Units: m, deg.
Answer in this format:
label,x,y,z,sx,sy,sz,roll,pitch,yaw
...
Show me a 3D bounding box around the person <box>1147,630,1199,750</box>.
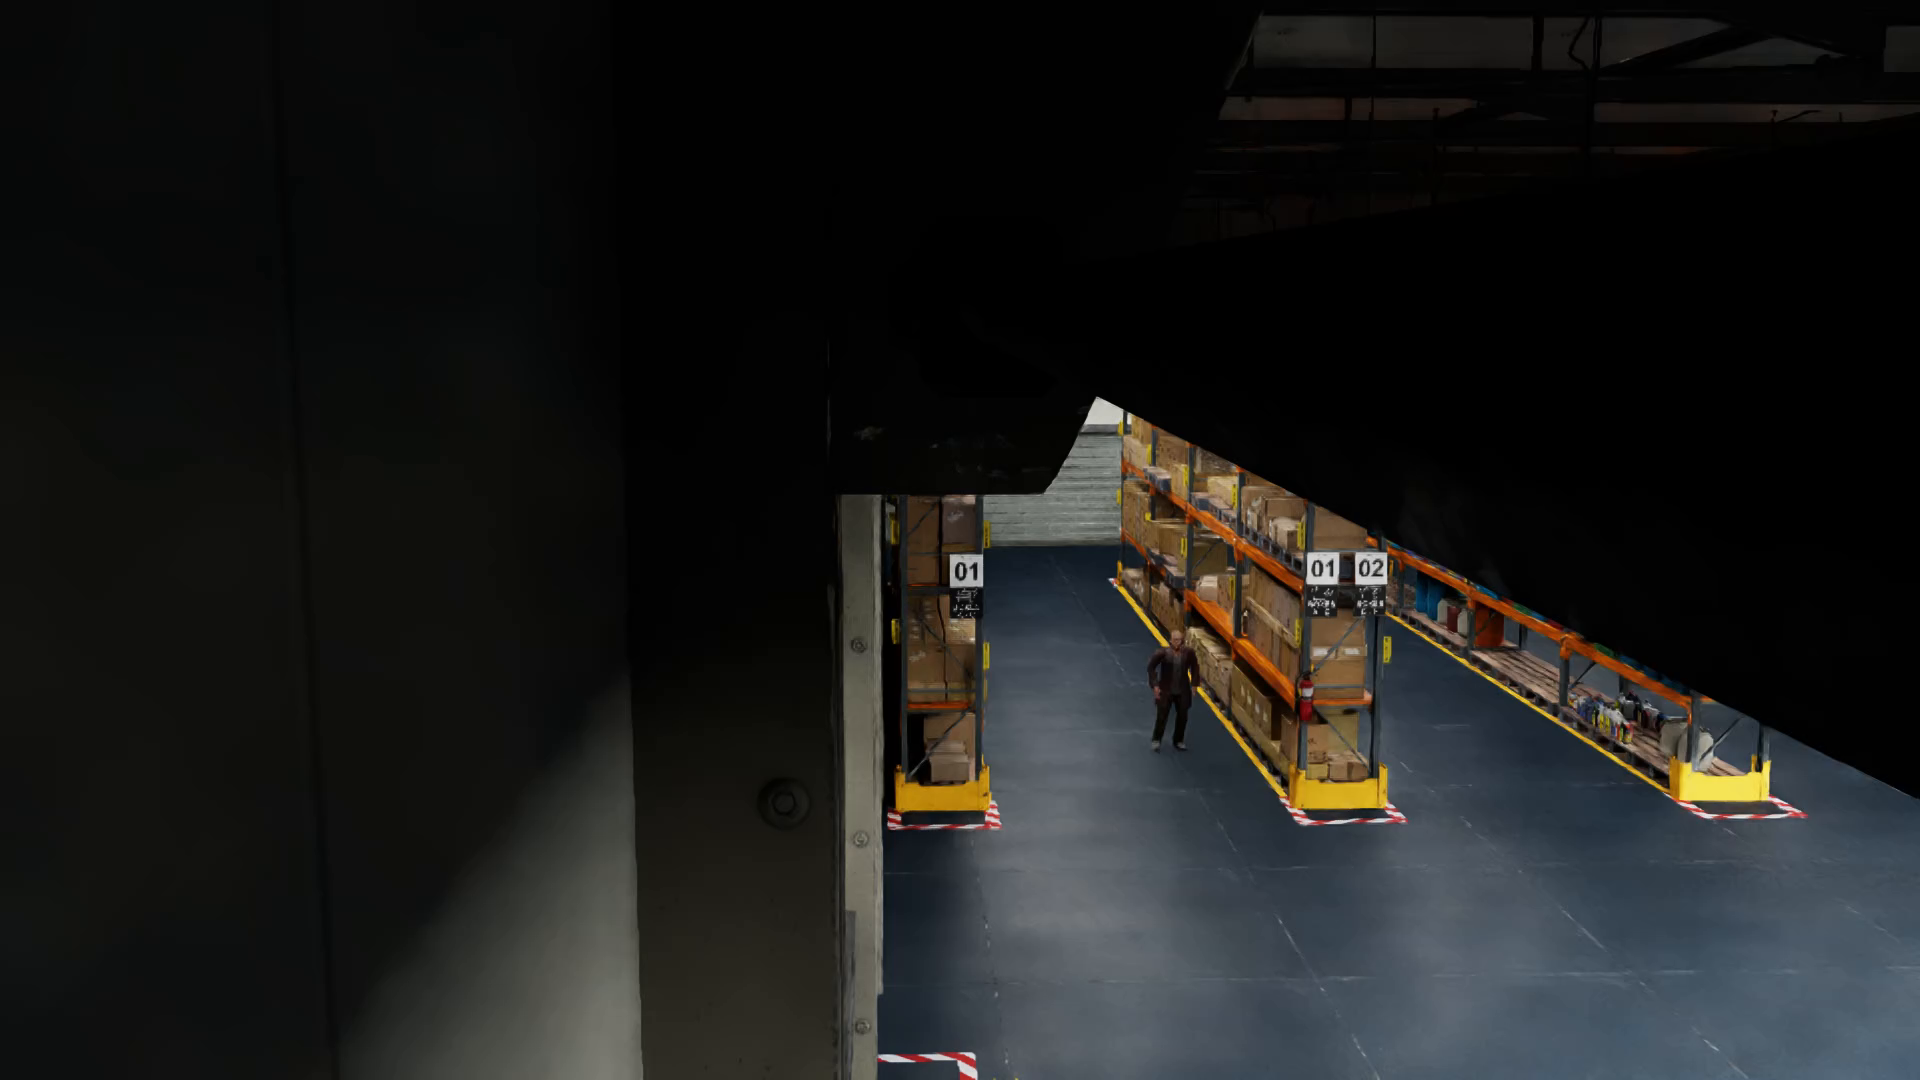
label,x,y,z,sx,sy,sz,roll,pitch,yaw
person,2.963,2.079,23.153,0.729,1.732,0.546,-1,8,-4
